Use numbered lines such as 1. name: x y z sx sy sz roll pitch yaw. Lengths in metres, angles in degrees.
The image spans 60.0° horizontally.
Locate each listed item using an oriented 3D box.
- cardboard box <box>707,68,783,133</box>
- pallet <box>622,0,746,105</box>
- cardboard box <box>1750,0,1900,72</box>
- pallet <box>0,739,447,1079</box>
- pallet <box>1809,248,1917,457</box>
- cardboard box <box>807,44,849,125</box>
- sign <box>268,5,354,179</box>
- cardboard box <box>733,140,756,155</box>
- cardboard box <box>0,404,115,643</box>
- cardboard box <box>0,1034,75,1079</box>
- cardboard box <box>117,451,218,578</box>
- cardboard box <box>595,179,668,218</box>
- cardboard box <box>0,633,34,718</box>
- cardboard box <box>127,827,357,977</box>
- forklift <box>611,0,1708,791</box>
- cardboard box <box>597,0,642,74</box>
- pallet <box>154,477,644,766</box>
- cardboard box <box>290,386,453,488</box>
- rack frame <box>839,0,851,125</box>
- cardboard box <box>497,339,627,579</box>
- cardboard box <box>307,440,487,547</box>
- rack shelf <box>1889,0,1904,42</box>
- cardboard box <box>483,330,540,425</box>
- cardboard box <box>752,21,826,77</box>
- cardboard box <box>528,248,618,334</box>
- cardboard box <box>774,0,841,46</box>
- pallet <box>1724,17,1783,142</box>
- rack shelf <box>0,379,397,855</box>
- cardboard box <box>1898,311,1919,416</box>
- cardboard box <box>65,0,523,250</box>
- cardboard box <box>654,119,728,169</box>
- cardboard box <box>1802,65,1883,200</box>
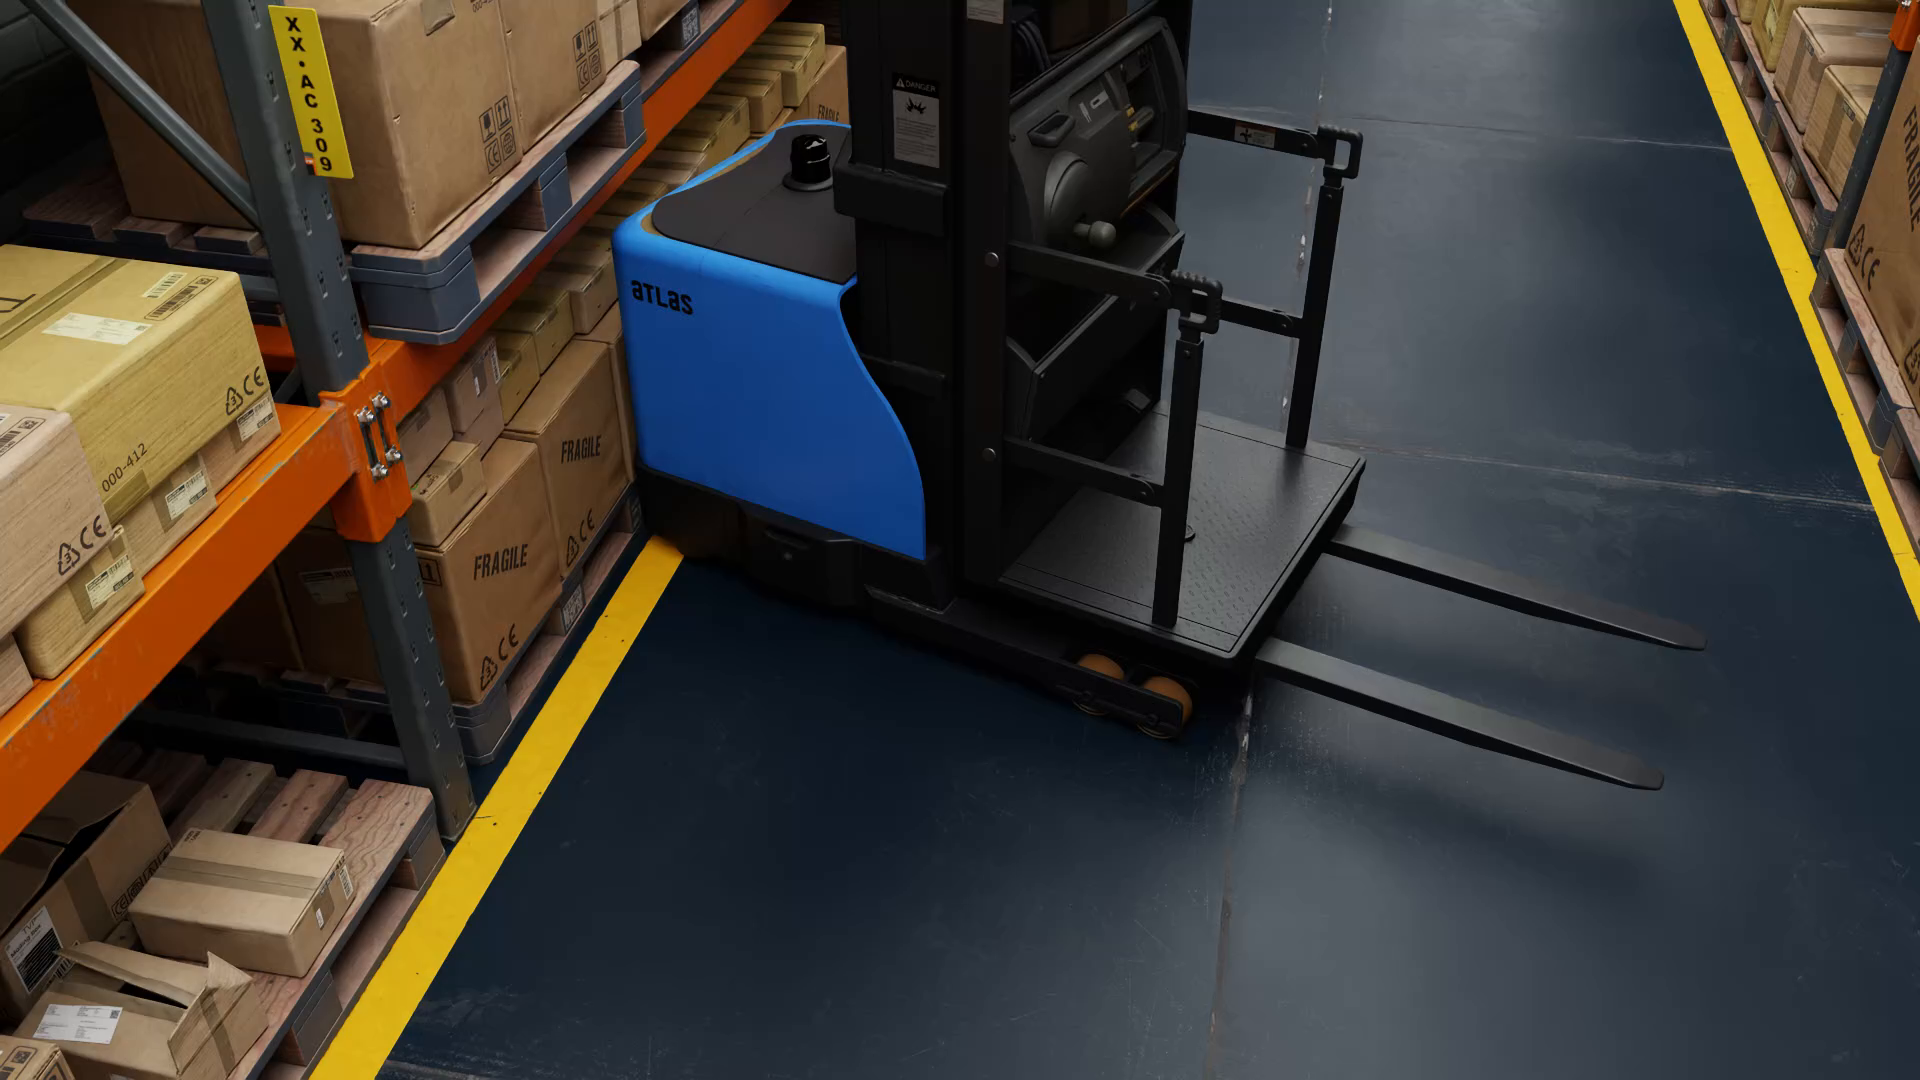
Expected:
1. cardboard box: -0.876 -1.638 6.174 0.380 0.149 0.250 6 36 8
2. pallet: -1.301 -1.645 5.127 1.003 0.211 1.213 7 37 10
3. cardboard box: 4.407 -2.505 8.032 0.950 0.372 0.625 8 37 12
4. pallet: -1.892 0.978 3.721 1.003 0.211 1.213 7 37 10
5. pallet: 3.718 -0.647 5.962 1.003 0.211 1.213 7 37 10
6. cardboard box: -0.771 -1.727 6.849 0.500 0.500 0.500 8 37 11
7. sign: -1.213 -0.832 3.104 0.100 0.325 0.005 7 37 10
8. cardboard box: -0.997 -1.141 6.040 0.500 0.500 0.500 9 37 12
9. cardboard box: -1.708 0.007 2.559 0.500 0.250 0.500 7 37 10
10. cardboard box: -1.933 1.171 2.850 0.700 0.500 0.500 6 36 8
11. cardboard box: -1.600 -0.077 3.014 0.380 0.149 0.250 8 37 11
12. cardboard box: -1.161 -1.053 5.366 0.380 0.149 0.250 7 37 10
13. cardboard box: -1.715 0.222 2.602 0.380 0.149 0.250 8 37 11
14. cardboard box: -1.577 0.795 3.668 0.380 0.149 0.250 6 36 9
15. forklift: 0.544 -1.007 4.142 3.031 2.935 1.130 18 40 23
16. cardboard box: -1.073 -1.409 4.395 0.396 0.266 0.258 9 37 12
17. pallet: -1.608 0.113 4.914 1.003 0.211 1.213 7 37 10
18. cardboard box: -1.467 -0.266 4.027 0.380 0.149 0.250 7 36 9
19. rack frame: -0.890 -2.838 6.610 1.000 3.000 0.127 7 37 10
20. cardboard box: -1.317 -0.259 4.823 0.500 0.500 0.500 7 36 9
21. cardboard box: -1.408 -0.138 4.104 0.380 0.149 0.250 9 37 12
22. rack shelf: 4.387 -3.074 7.548 1.077 0.370 4.000 7 37 10
23. cardboard box: -1.381 -0.455 4.541 0.380 0.149 0.250 6 36 8
24. cardboard box: -0.748 -1.944 6.596 0.380 0.149 0.250 6 36 8
25. cardboard box: -1.246 -0.752 4.952 0.380 0.149 0.250 7 37 10
26. cardboard box: -0.744 -2.403 7.675 0.875 0.625 0.625 8 37 11
27. pallet: 4.391 -2.234 8.153 1.003 0.211 1.213 7 37 10
28. rack shelf: -2.172 0.893 2.075 1.077 0.370 4.000 7 37 10
29. cardboard box: 3.536 -0.632 5.018 0.875 0.875 0.875 8 37 11
30. cardboard box: -1.423 -1.005 3.637 0.700 0.500 0.500 8 37 11
31. cardboard box: -1.029 -1.349 5.775 0.380 0.149 0.250 7 36 9
32. cardboard box: 4.090 -1.647 6.848 0.950 0.372 0.625 5 36 7
